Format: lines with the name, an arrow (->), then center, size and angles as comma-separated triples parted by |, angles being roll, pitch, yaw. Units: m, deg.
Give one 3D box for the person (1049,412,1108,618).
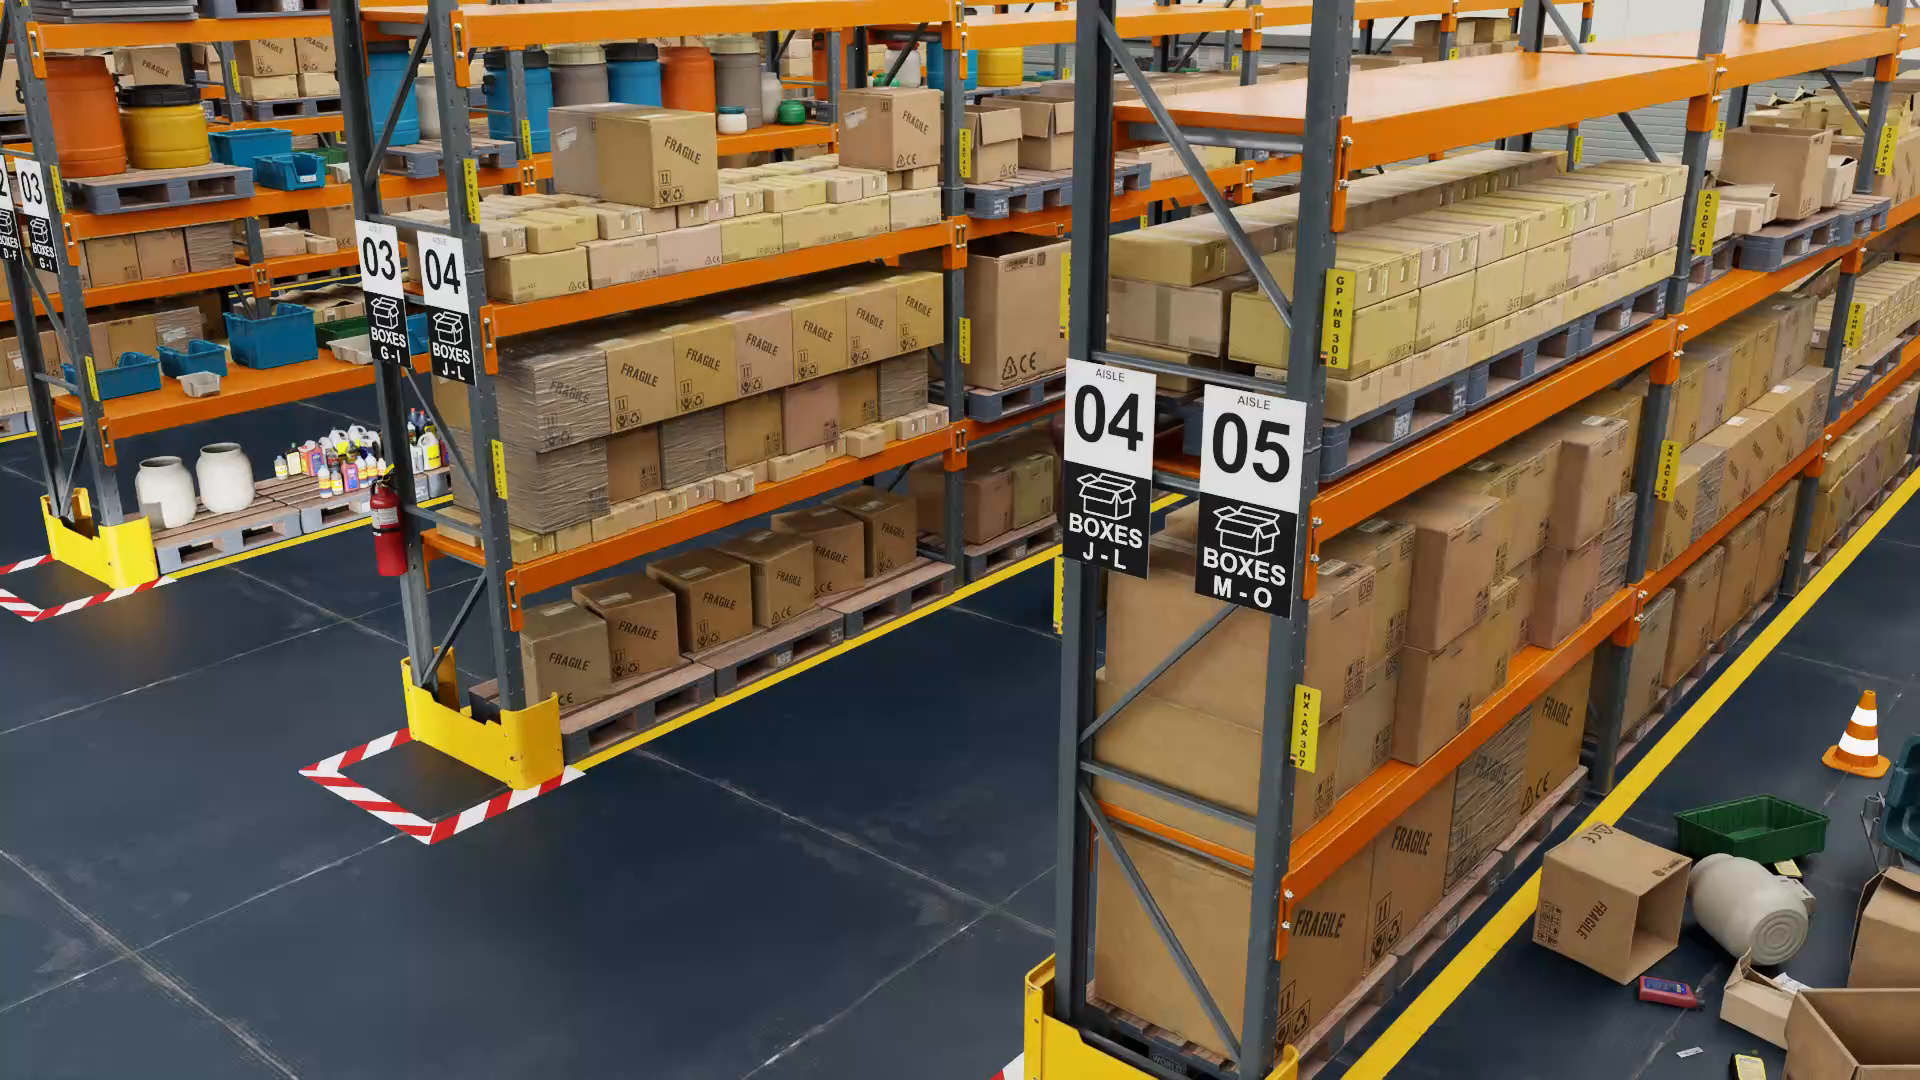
person -> 0.952, -0.344, 12.054 | 0.530, 1.769, 0.563 | 11, 23, 29
